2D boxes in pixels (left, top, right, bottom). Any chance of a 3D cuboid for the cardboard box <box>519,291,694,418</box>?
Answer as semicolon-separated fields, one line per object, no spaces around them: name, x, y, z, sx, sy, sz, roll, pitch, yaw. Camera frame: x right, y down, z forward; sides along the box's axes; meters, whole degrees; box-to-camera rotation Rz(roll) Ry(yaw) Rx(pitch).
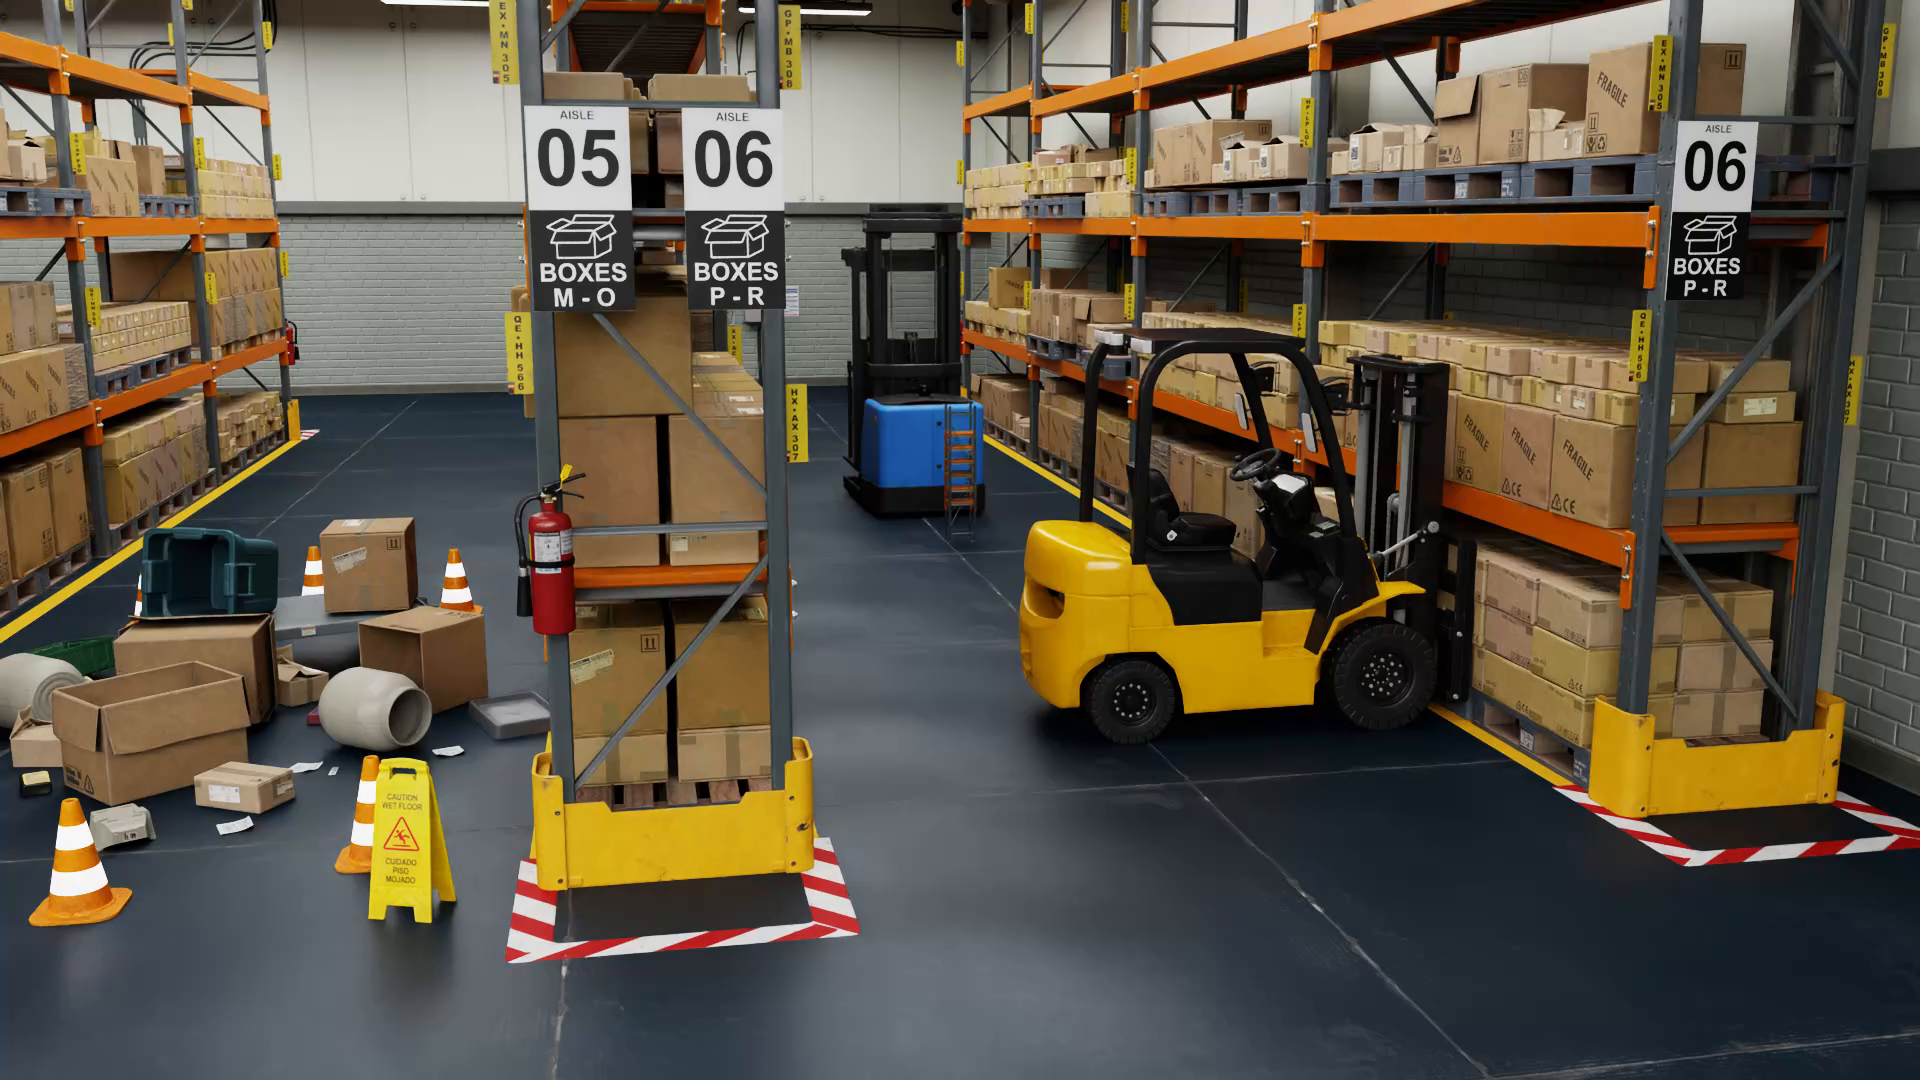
cardboard box;-1.529;-0.812;7.204;0.700;0.500;0.500;-2;11;-12

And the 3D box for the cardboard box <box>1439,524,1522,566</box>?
cardboard box;2.953;0.080;9.809;0.500;0.250;0.500;-2;11;-12

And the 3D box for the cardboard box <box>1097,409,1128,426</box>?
cardboard box;1.605;-1.261;17.129;0.380;0.149;0.250;-2;11;-12

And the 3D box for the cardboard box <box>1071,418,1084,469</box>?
cardboard box;1.493;-1.019;17.591;0.500;0.500;0.500;-3;11;-13

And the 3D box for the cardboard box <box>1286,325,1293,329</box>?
cardboard box;2.820;-1.631;13.239;0.380;0.149;0.250;-2;11;-11

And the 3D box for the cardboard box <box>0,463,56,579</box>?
cardboard box;-7.404;-0.135;12.275;1.050;0.750;0.750;-2;11;-10

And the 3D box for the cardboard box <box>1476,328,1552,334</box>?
cardboard box;3.447;-1.234;10.357;0.380;0.149;0.250;-2;11;-12

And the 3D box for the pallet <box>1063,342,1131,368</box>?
pallet;1.714;-1.951;17.436;1.003;0.211;1.213;-2;11;-11

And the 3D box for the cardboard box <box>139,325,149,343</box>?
cardboard box;-7.813;-1.919;15.510;0.380;0.149;0.250;-2;11;-9

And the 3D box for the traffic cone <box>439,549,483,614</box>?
traffic cone;-3.608;0.296;11.903;0.336;0.463;0.334;-2;11;-11

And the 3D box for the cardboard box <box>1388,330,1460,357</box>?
cardboard box;2.870;-1.211;10.237;0.380;0.149;0.250;-2;11;-12

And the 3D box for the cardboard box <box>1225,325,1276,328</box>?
cardboard box;2.313;-1.610;13.133;0.380;0.149;0.250;-2;11;-11

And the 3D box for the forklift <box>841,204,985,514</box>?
forklift;-0.593;-1.918;16.932;1.130;2.935;3.031;-2;11;-13

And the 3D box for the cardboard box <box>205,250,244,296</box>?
cardboard box;-8.418;-3.008;18.743;0.500;0.500;0.500;-2;11;-10

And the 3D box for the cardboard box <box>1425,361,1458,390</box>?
cardboard box;2.960;-0.970;9.769;0.380;0.149;0.250;-2;11;-12

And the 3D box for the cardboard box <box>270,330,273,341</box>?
cardboard box;-8.811;-2.556;20.775;0.380;0.149;0.250;-2;11;-11

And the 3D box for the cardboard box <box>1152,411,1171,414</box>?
cardboard box;2.187;-1.238;17.006;0.380;0.149;0.250;-3;11;-14

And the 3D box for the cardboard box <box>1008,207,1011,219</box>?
cardboard box;0.804;-4.017;20.430;0.380;0.149;0.250;-2;11;-9

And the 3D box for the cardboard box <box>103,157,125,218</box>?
cardboard box;-7.562;-3.037;14.341;0.500;0.500;0.500;-2;11;-11

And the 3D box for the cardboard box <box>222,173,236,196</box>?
cardboard box;-8.420;-3.969;18.569;0.500;0.250;0.500;-2;11;-10

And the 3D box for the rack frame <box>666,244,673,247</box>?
rack frame;-4.328;-2.974;22.302;1.000;3.000;0.127;-2;11;-11

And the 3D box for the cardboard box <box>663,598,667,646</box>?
cardboard box;-1.414;0.288;9.386;0.500;0.500;0.500;-2;11;-8

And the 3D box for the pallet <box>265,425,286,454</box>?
pallet;-9.025;-1.242;20.656;1.003;0.211;1.213;-2;11;-11

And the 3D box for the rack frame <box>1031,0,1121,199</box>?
rack frame;1.319;-5.369;18.838;1.000;3.000;0.127;-2;11;-11

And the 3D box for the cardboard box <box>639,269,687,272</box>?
cardboard box;-2.914;-2.426;16.476;0.500;0.500;0.500;-2;11;-10

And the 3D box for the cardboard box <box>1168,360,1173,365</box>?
cardboard box;2.039;-1.678;14.555;0.500;0.250;0.500;-2;11;-9

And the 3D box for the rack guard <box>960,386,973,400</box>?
rack guard;0.555;-1.914;23.414;1.175;0.500;0.348;-2;11;-11

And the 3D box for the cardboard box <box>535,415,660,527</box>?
cardboard box;-1.591;-0.325;7.317;0.500;0.500;0.500;-2;11;-12

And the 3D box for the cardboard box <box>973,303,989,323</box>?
cardboard box;0.463;-3.043;22.265;0.500;0.250;0.500;-2;11;-10

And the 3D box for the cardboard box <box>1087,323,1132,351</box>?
cardboard box;1.574;-2.003;16.474;0.500;0.250;0.500;-3;11;-14

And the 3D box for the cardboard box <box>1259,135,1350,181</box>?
cardboard box;2.495;-2.764;12.020;0.500;0.311;0.500;-2;11;-13

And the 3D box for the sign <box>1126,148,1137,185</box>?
sign;1.564;-3.397;15.114;0.100;0.325;0.005;-2;11;-11

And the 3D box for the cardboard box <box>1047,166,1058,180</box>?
cardboard box;1.152;-3.962;17.955;0.380;0.149;0.250;-2;11;-12

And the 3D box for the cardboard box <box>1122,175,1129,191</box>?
cardboard box;1.760;-3.389;15.790;0.380;0.149;0.250;-2;11;-12

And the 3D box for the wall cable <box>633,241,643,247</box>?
wall cable;-5.447;-4.522;27.633;0.585;1.953;0.123;-2;11;-11

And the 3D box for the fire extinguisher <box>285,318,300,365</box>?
fire extinguisher;-8.760;-2.618;21.631;0.296;0.674;0.183;-2;11;-11

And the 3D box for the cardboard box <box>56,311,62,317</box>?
cardboard box;-8.402;-1.994;15.109;0.380;0.149;0.250;-2;11;-8

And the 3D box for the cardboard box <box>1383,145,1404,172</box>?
cardboard box;2.813;-2.326;10.154;0.380;0.149;0.250;-2;11;-9

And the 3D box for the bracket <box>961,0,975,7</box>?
bracket;-0.072;-8.974;28.151;0.076;0.066;5.218;-2;11;-11

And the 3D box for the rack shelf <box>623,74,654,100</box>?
rack shelf;-3.161;-4.271;16.064;1.077;0.370;4.000;-2;11;-11

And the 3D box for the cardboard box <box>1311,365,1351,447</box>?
cardboard box;2.705;-0.913;11.204;0.500;0.500;0.500;-2;11;-13

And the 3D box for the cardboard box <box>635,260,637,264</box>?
cardboard box;-4.000;-3.435;21.780;0.500;0.500;0.500;-2;11;-9

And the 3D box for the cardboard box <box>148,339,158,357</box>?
cardboard box;-7.857;-1.821;15.789;0.380;0.149;0.250;-2;11;-9

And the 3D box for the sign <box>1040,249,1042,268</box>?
sign;1.089;-3.896;23.203;0.100;0.325;0.005;-2;11;-11

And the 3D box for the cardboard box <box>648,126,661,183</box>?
cardboard box;-1.265;-1.874;8.105;0.500;0.250;0.500;-2;11;-9

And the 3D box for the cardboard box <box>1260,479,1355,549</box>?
cardboard box;2.762;-0.090;12.374;0.875;0.625;0.625;-2;11;-8

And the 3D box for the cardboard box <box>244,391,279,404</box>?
cardboard box;-8.812;-1.786;20.968;0.380;0.149;0.250;-2;11;-10

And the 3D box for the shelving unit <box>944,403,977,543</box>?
shelving unit;0.003;-0.587;14.570;0.258;1.200;0.189;-2;11;-11

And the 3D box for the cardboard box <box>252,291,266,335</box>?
cardboard box;-8.620;-2.711;19.853;0.500;0.500;0.500;-2;11;-11

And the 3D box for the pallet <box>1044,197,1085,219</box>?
pallet;1.581;-3.491;17.496;1.213;0.211;1.003;-2;11;-11

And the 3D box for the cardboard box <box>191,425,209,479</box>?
cardboard box;-7.994;-0.894;16.933;0.500;0.500;0.500;-2;11;-12

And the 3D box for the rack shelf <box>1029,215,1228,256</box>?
rack shelf;1.708;-3.175;17.259;1.077;0.370;4.000;-2;11;-11

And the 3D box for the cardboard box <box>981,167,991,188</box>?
cardboard box;0.572;-4.671;21.462;0.500;0.250;0.500;-2;11;-12

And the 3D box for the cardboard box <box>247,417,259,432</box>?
cardboard box;-8.452;-1.354;19.496;0.380;0.149;0.250;-2;11;-10

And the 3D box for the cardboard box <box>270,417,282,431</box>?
cardboard box;-8.707;-1.449;20.790;0.380;0.149;0.250;-2;11;-9
